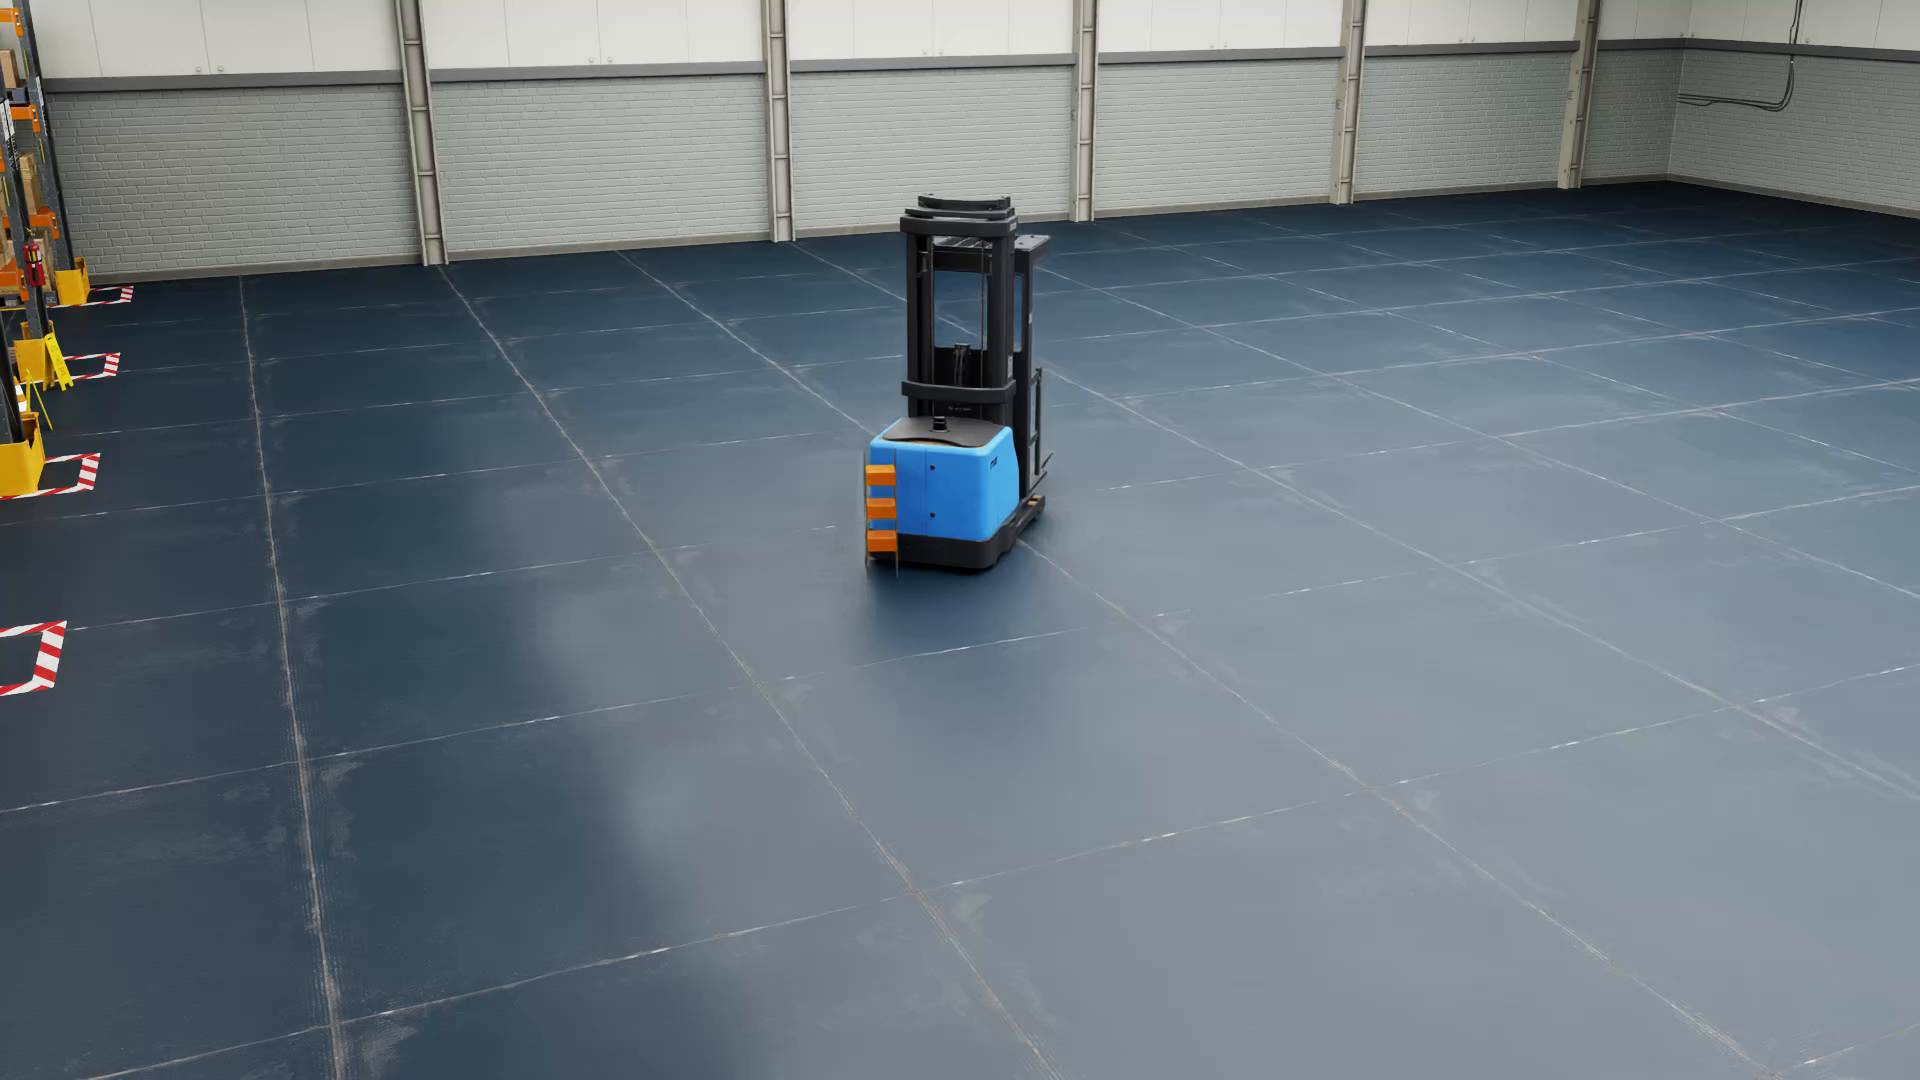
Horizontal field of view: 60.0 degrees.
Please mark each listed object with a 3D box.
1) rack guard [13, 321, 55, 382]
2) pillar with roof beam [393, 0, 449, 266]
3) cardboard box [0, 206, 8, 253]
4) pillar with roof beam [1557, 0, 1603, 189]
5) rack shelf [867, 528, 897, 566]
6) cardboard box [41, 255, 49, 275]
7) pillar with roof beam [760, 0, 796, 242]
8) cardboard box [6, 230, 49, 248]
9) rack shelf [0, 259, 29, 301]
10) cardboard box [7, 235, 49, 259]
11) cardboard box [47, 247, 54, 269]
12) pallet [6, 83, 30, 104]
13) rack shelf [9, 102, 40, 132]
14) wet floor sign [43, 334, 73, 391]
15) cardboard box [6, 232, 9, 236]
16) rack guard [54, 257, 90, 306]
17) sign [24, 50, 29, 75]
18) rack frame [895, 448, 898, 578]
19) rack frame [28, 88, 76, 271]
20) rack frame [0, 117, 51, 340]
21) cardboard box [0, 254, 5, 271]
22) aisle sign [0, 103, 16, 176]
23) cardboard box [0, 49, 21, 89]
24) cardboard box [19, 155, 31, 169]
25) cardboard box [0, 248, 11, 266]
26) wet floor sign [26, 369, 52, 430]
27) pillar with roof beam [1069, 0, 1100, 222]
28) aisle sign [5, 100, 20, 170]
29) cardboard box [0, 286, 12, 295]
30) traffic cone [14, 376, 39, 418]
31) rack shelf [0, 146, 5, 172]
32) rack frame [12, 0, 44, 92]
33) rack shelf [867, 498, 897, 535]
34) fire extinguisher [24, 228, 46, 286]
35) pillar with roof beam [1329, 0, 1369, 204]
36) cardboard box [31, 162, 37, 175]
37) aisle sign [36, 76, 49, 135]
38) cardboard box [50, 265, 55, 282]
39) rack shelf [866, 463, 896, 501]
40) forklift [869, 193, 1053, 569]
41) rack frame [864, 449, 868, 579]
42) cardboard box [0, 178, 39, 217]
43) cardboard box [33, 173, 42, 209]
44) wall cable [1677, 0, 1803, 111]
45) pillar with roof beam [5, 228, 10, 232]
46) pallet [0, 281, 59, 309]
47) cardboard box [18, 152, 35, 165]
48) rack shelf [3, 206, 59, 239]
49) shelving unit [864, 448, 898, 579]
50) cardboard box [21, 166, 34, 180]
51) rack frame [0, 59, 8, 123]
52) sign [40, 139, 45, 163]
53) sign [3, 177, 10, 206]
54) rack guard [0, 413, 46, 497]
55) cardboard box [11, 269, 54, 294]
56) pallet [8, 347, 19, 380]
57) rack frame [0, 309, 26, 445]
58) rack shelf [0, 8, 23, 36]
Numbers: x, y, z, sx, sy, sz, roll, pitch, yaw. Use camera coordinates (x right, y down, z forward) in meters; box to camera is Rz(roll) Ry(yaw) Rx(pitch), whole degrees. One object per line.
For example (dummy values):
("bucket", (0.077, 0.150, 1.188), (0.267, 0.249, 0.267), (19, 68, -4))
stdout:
("rack guard", (-11.300, -2.318, 20.353), (0.348, 0.500, 1.175), (-8, 21, -22))
("pillar with roof beam", (-6.982, -7.510, 22.301), (0.400, 9.000, 9.100), (-8, 21, -22))
("cardboard box", (-11.775, -3.717, 19.963), (0.500, 0.500, 0.500), (-8, 21, -23))
("pillar with roof beam", (15.055, -10.667, 31.268), (0.400, 9.000, 9.100), (-8, 21, -22))
("rack shelf", (-0.641, 0.059, 13.642), (0.240, 0.259, 0.215), (-1, 20, -4))
("cardboard box", (-13.523, -3.998, 24.115), (0.500, 0.250, 0.500), (-8, 21, -23))
("pillar with roof beam", (-1.473, -8.299, 24.543), (0.400, 9.000, 9.100), (-8, 21, -22))
("cardboard box", (-13.716, -4.388, 24.469), (0.500, 0.250, 0.500), (-8, 21, -23))
("rack shelf", (-13.067, -2.905, 19.338), (4.000, 0.370, 1.077), (-8, 21, -22))
("cardboard box", (-13.499, -4.237, 24.042), (0.500, 0.250, 0.500), (-7, 21, -20))
("cardboard box", (-13.714, -4.159, 24.572), (0.500, 0.250, 0.500), (-8, 21, -21))
("pallet", (-13.860, -6.308, 23.539), (1.213, 0.211, 1.003), (-8, 21, -22))
("rack shelf", (-15.037, -5.833, 23.138), (4.000, 0.370, 1.077), (-8, 21, -22))
("wet floor sign", (-10.632, -2.095, 19.501), (0.232, 0.644, 0.267), (-1, 19, -3))
("cardboard box", (-14.174, -4.321, 24.279), (0.500, 0.250, 0.500), (-8, 21, -22))
("rack guard", (-13.178, -3.844, 24.688), (0.348, 0.500, 1.175), (-8, 21, -22))
("sign", (-12.998, -6.648, 23.157), (0.005, 0.325, 0.100), (-8, 21, -22))
("rack frame", (-0.519, -0.216, 13.554), (0.008, 1.050, 0.200), (-1, 20, -4))
("rack frame", (-13.200, -5.020, 24.264), (0.127, 3.000, 1.000), (-8, 21, -22))
("rack frame", (-11.231, -3.507, 19.966), (0.127, 3.000, 1.000), (-8, 21, -22))
("cardboard box", (-11.489, -3.274, 19.683), (0.250, 0.149, 0.380), (-7, 21, -20))
("aisle sign", (-11.059, -4.653, 19.306), (0.004, 0.787, 0.394), (-8, 21, -22))
("cardboard box", (-13.510, -6.595, 23.286), (0.500, 0.500, 0.500), (-7, 21, -20))
("cardboard box", (-13.446, -5.402, 23.774), (0.250, 0.149, 0.380), (-8, 21, -22))
("cardboard box", (-11.624, -3.407, 20.060), (0.250, 0.149, 0.380), (-8, 21, -22))
("wet floor sign", (-9.935, -1.508, 17.833), (0.232, 0.644, 0.267), (-12, 23, -31))
("pillar with roof beam", (4.037, -9.088, 26.784), (0.400, 9.000, 9.100), (-8, 21, -22))
("aisle sign", (-11.296, -4.836, 19.826), (0.004, 0.787, 0.394), (-8, 21, -22))
("cardboard box", (-13.967, -3.701, 24.024), (0.500, 0.250, 0.500), (-8, 21, -22))
("traffic cone", (-10.363, -1.567, 18.275), (0.334, 0.463, 0.336), (-8, 21, -22))
("rack shelf", (-13.067, -4.320, 18.840), (4.000, 0.370, 1.077), (-8, 21, -22))
("rack frame", (-13.200, -7.850, 23.267), (0.127, 3.000, 1.000), (-8, 21, -22))
("rack shelf", (-0.641, -0.203, 13.550), (0.240, 0.259, 0.215), (-1, 20, -4))
("fire extinguisher", (-10.943, -3.345, 19.623), (0.183, 0.674, 0.296), (-8, 21, -22))
("pillar with roof beam", (9.546, -9.878, 29.026), (0.400, 9.000, 9.100), (-8, 21, -22))
("cardboard box", (-13.614, -5.408, 24.237), (0.250, 0.149, 0.380), (-9, 21, -23))
("aisle sign", (-13.023, -6.166, 23.602), (0.004, 0.787, 0.394), (-8, 21, -22))
("cardboard box", (-13.729, -3.916, 24.637), (0.500, 0.250, 0.500), (-8, 21, -22))
("rack shelf", (-0.641, -0.471, 13.455), (0.240, 0.259, 0.215), (-1, 20, -4))
("forklift", (0.153, -1.602, 14.658), (1.130, 2.935, 3.031), (6, 20, 16))
("rack frame", (-0.763, -0.210, 13.538), (0.008, 1.050, 0.200), (-1, 20, -4))
("cardboard box", (-13.548, -4.923, 23.836), (0.500, 0.500, 0.500), (-9, 21, -23))
("cardboard box", (-13.765, -5.087, 24.303), (0.500, 0.500, 0.500), (-7, 21, -20))
("wall cable", (16.579, -10.499, 35.467), (0.112, 2.526, 3.097), (-8, 21, -22))
("pillar with roof beam", (-12.491, -6.720, 20.059), (0.400, 9.000, 9.100), (-8, 21, -22))
("pallet", (-13.886, -3.592, 24.405), (1.213, 0.211, 1.003), (-8, 21, -22))
("cardboard box", (-13.593, -5.535, 24.150), (0.250, 0.149, 0.380), (-9, 21, -23))
("rack shelf", (-15.037, -4.418, 23.636), (4.000, 0.370, 1.077), (-8, 21, -22))
("shelving unit", (-0.641, -0.213, 13.546), (0.252, 1.050, 0.215), (-1, 20, -4))
("cardboard box", (-13.407, -5.242, 23.767), (0.250, 0.149, 0.380), (-8, 21, -21))
("rack frame", (-11.231, -6.337, 18.970), (0.127, 3.000, 1.000), (-8, 21, -22))
("sign", (-12.998, -5.511, 23.557), (0.005, 0.325, 0.100), (-8, 21, -22))
("sign", (-11.029, -4.030, 19.233), (0.005, 0.325, 0.100), (-8, 21, -22))
("rack guard", (-9.155, -0.835, 16.141), (0.348, 0.500, 1.175), (-8, 21, -22))
("cardboard box", (-13.506, -3.763, 24.201), (0.500, 0.250, 0.500), (-8, 21, -22))
("pallet", (-12.060, -2.086, 20.128), (1.213, 0.211, 1.003), (-8, 21, -22))
("rack frame", (-9.177, -2.011, 15.717), (0.127, 3.000, 1.000), (-8, 21, -22))
("rack shelf", (-15.037, -7.059, 22.706), (4.000, 0.370, 1.077), (-8, 21, -22))
